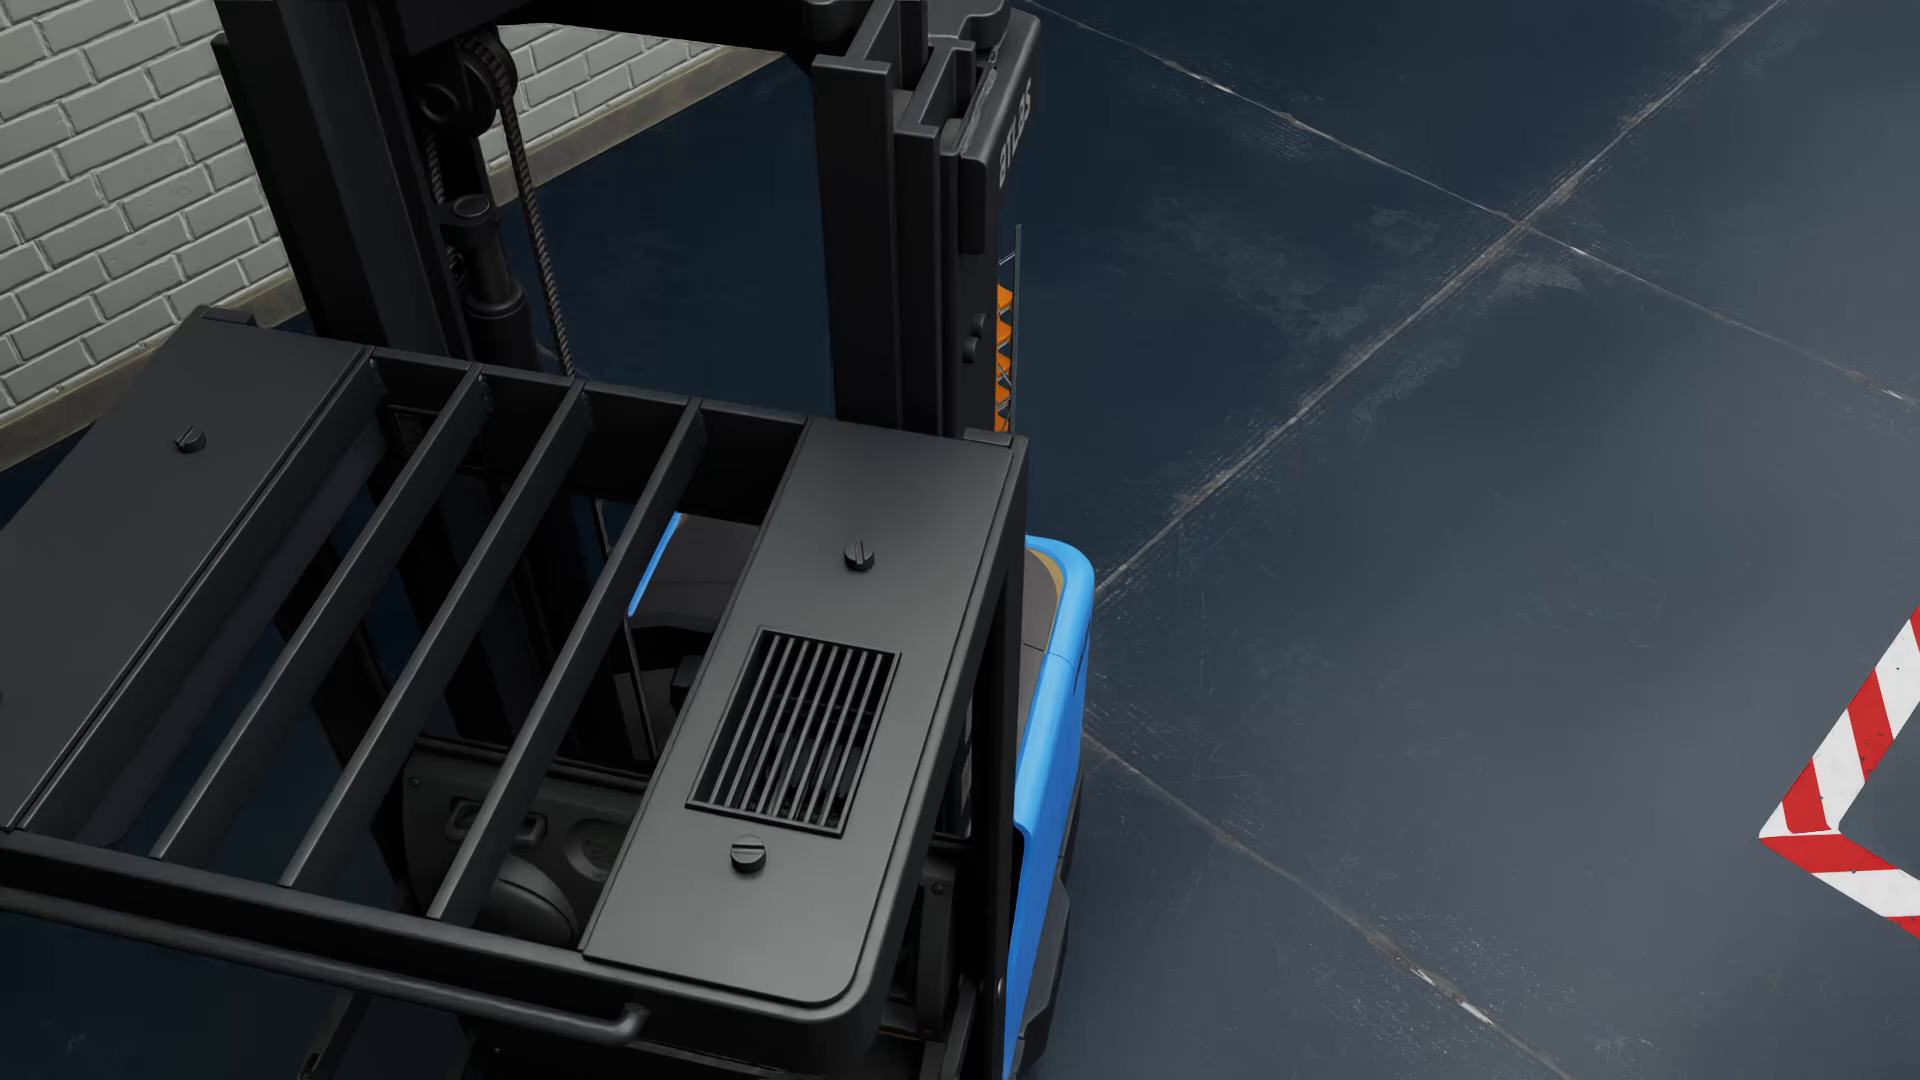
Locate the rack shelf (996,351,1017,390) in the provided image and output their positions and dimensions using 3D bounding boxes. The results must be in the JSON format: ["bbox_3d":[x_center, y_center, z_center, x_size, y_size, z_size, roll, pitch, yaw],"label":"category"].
[{"bbox_3d":[0.011,-0.455,4.751,0.180,0.103,0.258,34,55,28],"label":"rack shelf"}]

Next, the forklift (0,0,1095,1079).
[{"bbox_3d":[-0.515,0.710,2.573,1.130,2.935,3.031,10,48,9],"label":"forklift"}]

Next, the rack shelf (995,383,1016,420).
[{"bbox_3d":[0.011,-0.373,4.838,0.180,0.103,0.258,34,55,28],"label":"rack shelf"}]

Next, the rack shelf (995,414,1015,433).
[{"bbox_3d":[0.011,-0.291,4.926,0.180,0.103,0.258,34,55,28],"label":"rack shelf"}]

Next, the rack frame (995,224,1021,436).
[{"bbox_3d":[0.078,-0.358,4.763,0.006,1.200,0.240,34,55,28],"label":"rack frame"}]

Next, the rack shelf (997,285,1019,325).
[{"bbox_3d":[0.011,-0.620,4.576,0.180,0.103,0.258,34,55,28],"label":"rack shelf"}]

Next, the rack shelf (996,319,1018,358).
[{"bbox_3d":[0.011,-0.537,4.663,0.180,0.103,0.258,34,55,28],"label":"rack shelf"}]

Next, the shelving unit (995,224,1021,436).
[{"bbox_3d":[0.011,-0.404,4.806,0.189,1.200,0.258,34,55,28],"label":"shelving unit"}]
